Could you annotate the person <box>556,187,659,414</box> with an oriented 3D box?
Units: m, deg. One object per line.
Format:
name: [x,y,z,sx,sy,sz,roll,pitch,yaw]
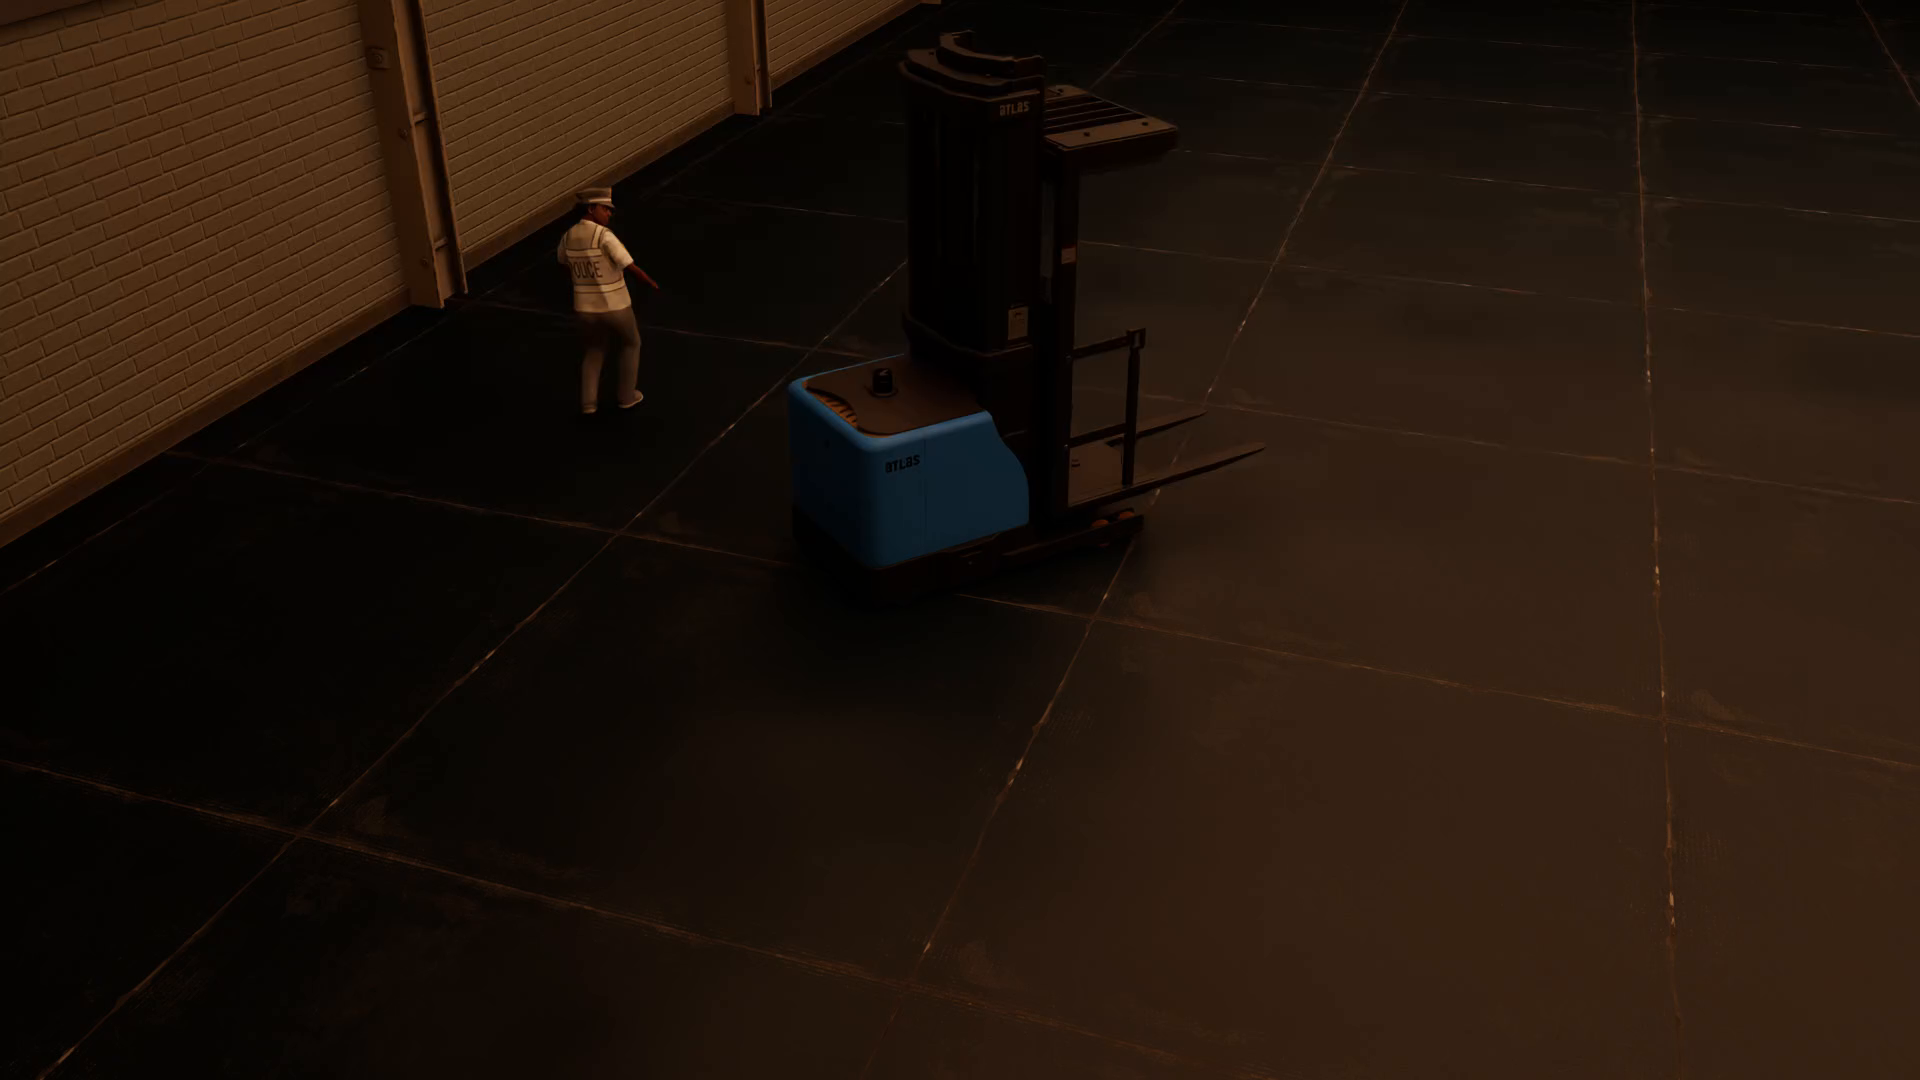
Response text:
person: [-2.413,-1.635,11.384,0.695,1.626,0.642,8,31,13]

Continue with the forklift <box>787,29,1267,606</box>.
forklift: [0.518,-1.435,9.654,3.031,2.935,1.130,-17,34,-27]
